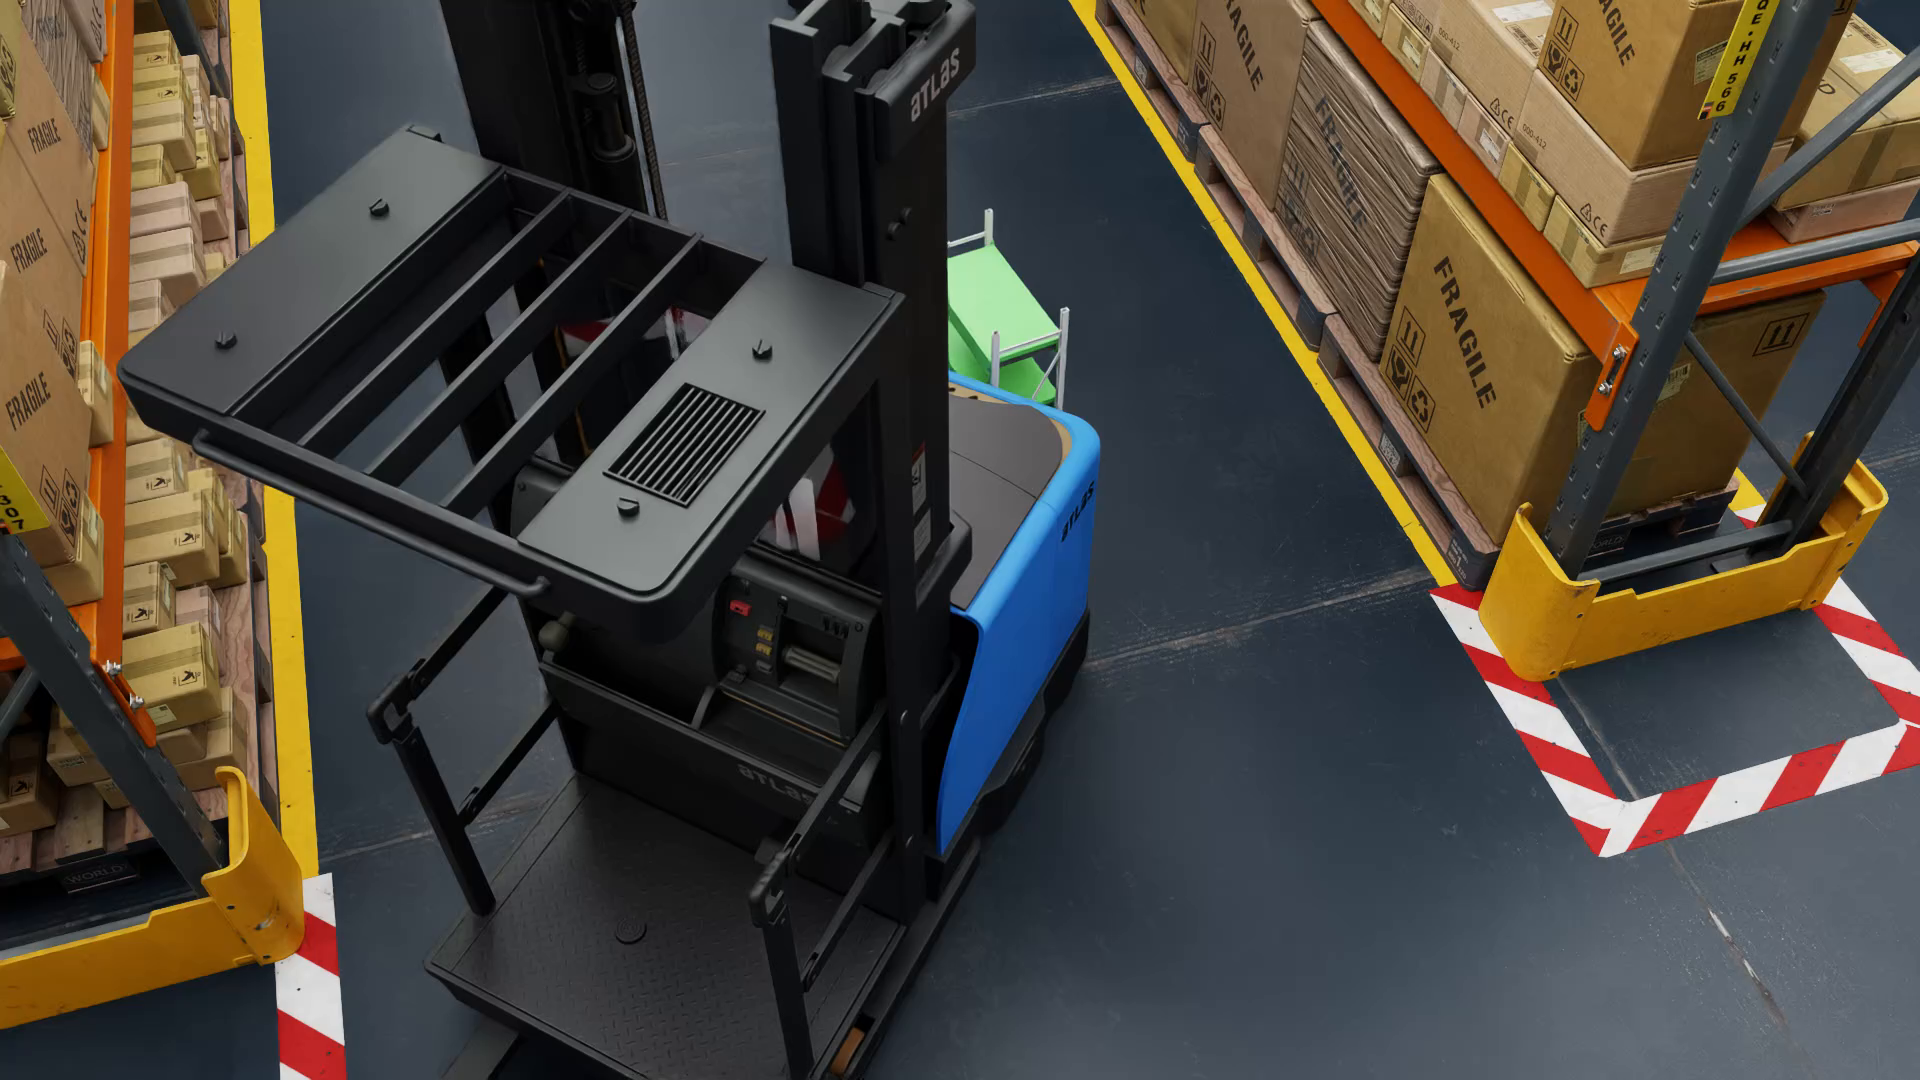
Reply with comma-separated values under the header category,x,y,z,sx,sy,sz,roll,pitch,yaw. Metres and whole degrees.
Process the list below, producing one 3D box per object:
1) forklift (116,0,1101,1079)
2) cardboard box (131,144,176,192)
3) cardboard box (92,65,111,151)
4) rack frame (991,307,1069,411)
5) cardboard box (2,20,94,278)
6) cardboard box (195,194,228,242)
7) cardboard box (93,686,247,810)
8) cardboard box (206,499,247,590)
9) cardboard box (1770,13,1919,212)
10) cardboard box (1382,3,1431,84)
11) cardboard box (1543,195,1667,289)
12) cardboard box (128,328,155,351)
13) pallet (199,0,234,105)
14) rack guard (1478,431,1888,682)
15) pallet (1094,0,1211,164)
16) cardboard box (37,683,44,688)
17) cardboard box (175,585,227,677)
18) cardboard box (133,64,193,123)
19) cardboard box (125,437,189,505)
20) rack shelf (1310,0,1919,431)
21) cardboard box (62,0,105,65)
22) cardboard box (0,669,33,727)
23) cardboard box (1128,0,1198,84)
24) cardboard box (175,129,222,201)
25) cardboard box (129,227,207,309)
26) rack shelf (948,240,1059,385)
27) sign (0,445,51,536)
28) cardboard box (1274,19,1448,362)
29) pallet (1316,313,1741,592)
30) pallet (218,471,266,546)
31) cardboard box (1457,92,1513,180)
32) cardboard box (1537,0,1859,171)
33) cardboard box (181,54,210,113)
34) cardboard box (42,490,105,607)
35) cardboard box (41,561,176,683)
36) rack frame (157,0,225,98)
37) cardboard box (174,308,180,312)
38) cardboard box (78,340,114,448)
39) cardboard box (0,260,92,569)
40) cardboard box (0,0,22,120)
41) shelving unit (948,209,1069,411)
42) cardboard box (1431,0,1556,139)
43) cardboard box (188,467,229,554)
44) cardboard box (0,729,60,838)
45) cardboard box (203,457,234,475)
category,x,y,z,sx,sy,sz,roll,pitch,yaw
forklift,-0.713,0.261,3.613,1.130,2.935,3.031,21,53,17
cardboard box,-3.090,-1.286,6.073,0.380,0.149,0.250,-12,51,-10
cardboard box,-2.801,-1.282,5.033,0.380,0.149,0.250,-12,51,-10
rack frame,0.199,-0.233,5.161,0.240,1.200,0.015,-20,53,-16
cardboard box,-2.642,-0.987,4.360,0.500,0.500,0.500,-13,51,-10
cardboard box,-3.062,-1.264,6.444,0.380,0.149,0.250,-15,51,-12
cardboard box,-2.306,0.606,4.867,0.380,0.149,0.250,-12,51,-10
cardboard box,-2.513,0.042,5.343,0.380,0.149,0.250,-13,51,-11
cardboard box,2.427,-1.229,4.728,0.500,0.250,0.500,-15,51,-12
cardboard box,1.587,-1.620,5.318,0.380,0.149,0.250,-14,51,-12
cardboard box,1.891,-0.875,4.690,0.380,0.149,0.250,-12,51,-10
cardboard box,-2.696,-0.547,5.450,0.380,0.149,0.250,-13,51,-10
pallet,-3.872,-2.313,7.562,1.003,0.211,1.213,-13,51,-11
rack guard,2.318,0.053,5.378,1.175,0.500,0.348,-13,51,-11
pallet,1.278,-2.220,7.483,1.003,0.211,1.213,-13,51,-11
cardboard box,-2.981,0.346,5.086,0.380,0.149,0.250,-14,51,-11
cardboard box,-2.394,0.312,4.921,0.380,0.149,0.250,-14,51,-11
cardboard box,-3.173,-1.673,6.400,0.380,0.149,0.250,-13,51,-11
cardboard box,-2.589,-0.140,5.107,0.380,0.149,0.250,-16,52,-13
rack shelf,1.719,-1.999,5.944,1.077,0.370,4.000,-13,51,-11
cardboard box,-2.929,-1.740,4.995,0.500,0.500,0.500,-14,51,-11
cardboard box,-2.912,0.441,4.812,0.380,0.149,0.250,-14,51,-12
cardboard box,1.247,-2.642,7.130,0.875,0.875,0.875,-13,51,-11
cardboard box,-3.055,-1.412,6.373,0.380,0.149,0.250,-15,51,-12
cardboard box,-2.830,-0.915,5.760,0.380,0.149,0.250,-15,51,-12
rack shelf,0.094,-0.669,4.985,0.258,0.148,0.480,-20,53,-16
sign,-1.939,-0.124,3.327,0.100,0.325,0.005,-13,51,-11
cardboard box,1.776,-1.335,6.028,0.875,0.875,0.875,-13,51,-11
pallet,2.000,-0.438,5.981,1.003,0.211,1.213,-13,51,-11
pallet,-3.043,-0.370,5.924,1.003,0.211,1.213,-13,51,-11
cardboard box,1.739,-1.249,5.005,0.380,0.149,0.250,-13,51,-11
cardboard box,1.916,-1.356,4.344,0.500,0.500,0.500,-13,51,-11
cardboard box,-3.243,-1.798,6.699,0.380,0.149,0.250,-12,51,-10
cardboard box,-2.240,0.048,3.912,0.380,0.149,0.250,-14,51,-11
cardboard box,-2.484,0.236,4.790,0.380,0.149,0.250,-12,51,-10
rack frame,-3.640,-2.644,6.017,1.000,3.000,0.127,-13,51,-11
cardboard box,-2.921,-0.824,5.878,0.380,0.149,0.250,-16,52,-13
cardboard box,-2.383,-0.337,4.237,0.380,0.149,0.250,-15,51,-12
cardboard box,-2.326,-0.241,3.731,0.500,0.500,0.500,-11,51,-9
cardboard box,-2.624,-1.313,3.981,0.500,0.500,0.500,-14,51,-12
shelving unit,0.094,-0.401,5.303,0.258,1.200,0.503,-20,53,-16
cardboard box,1.765,-1.482,4.941,0.500,0.250,0.500,-14,51,-12
cardboard box,-2.523,-0.059,5.233,0.380,0.149,0.250,-12,51,-10
cardboard box,-2.812,0.724,4.768,0.380,0.149,0.250,-13,51,-10
cardboard box,-2.670,-0.324,5.651,0.380,0.149,0.250,-16,52,-13
